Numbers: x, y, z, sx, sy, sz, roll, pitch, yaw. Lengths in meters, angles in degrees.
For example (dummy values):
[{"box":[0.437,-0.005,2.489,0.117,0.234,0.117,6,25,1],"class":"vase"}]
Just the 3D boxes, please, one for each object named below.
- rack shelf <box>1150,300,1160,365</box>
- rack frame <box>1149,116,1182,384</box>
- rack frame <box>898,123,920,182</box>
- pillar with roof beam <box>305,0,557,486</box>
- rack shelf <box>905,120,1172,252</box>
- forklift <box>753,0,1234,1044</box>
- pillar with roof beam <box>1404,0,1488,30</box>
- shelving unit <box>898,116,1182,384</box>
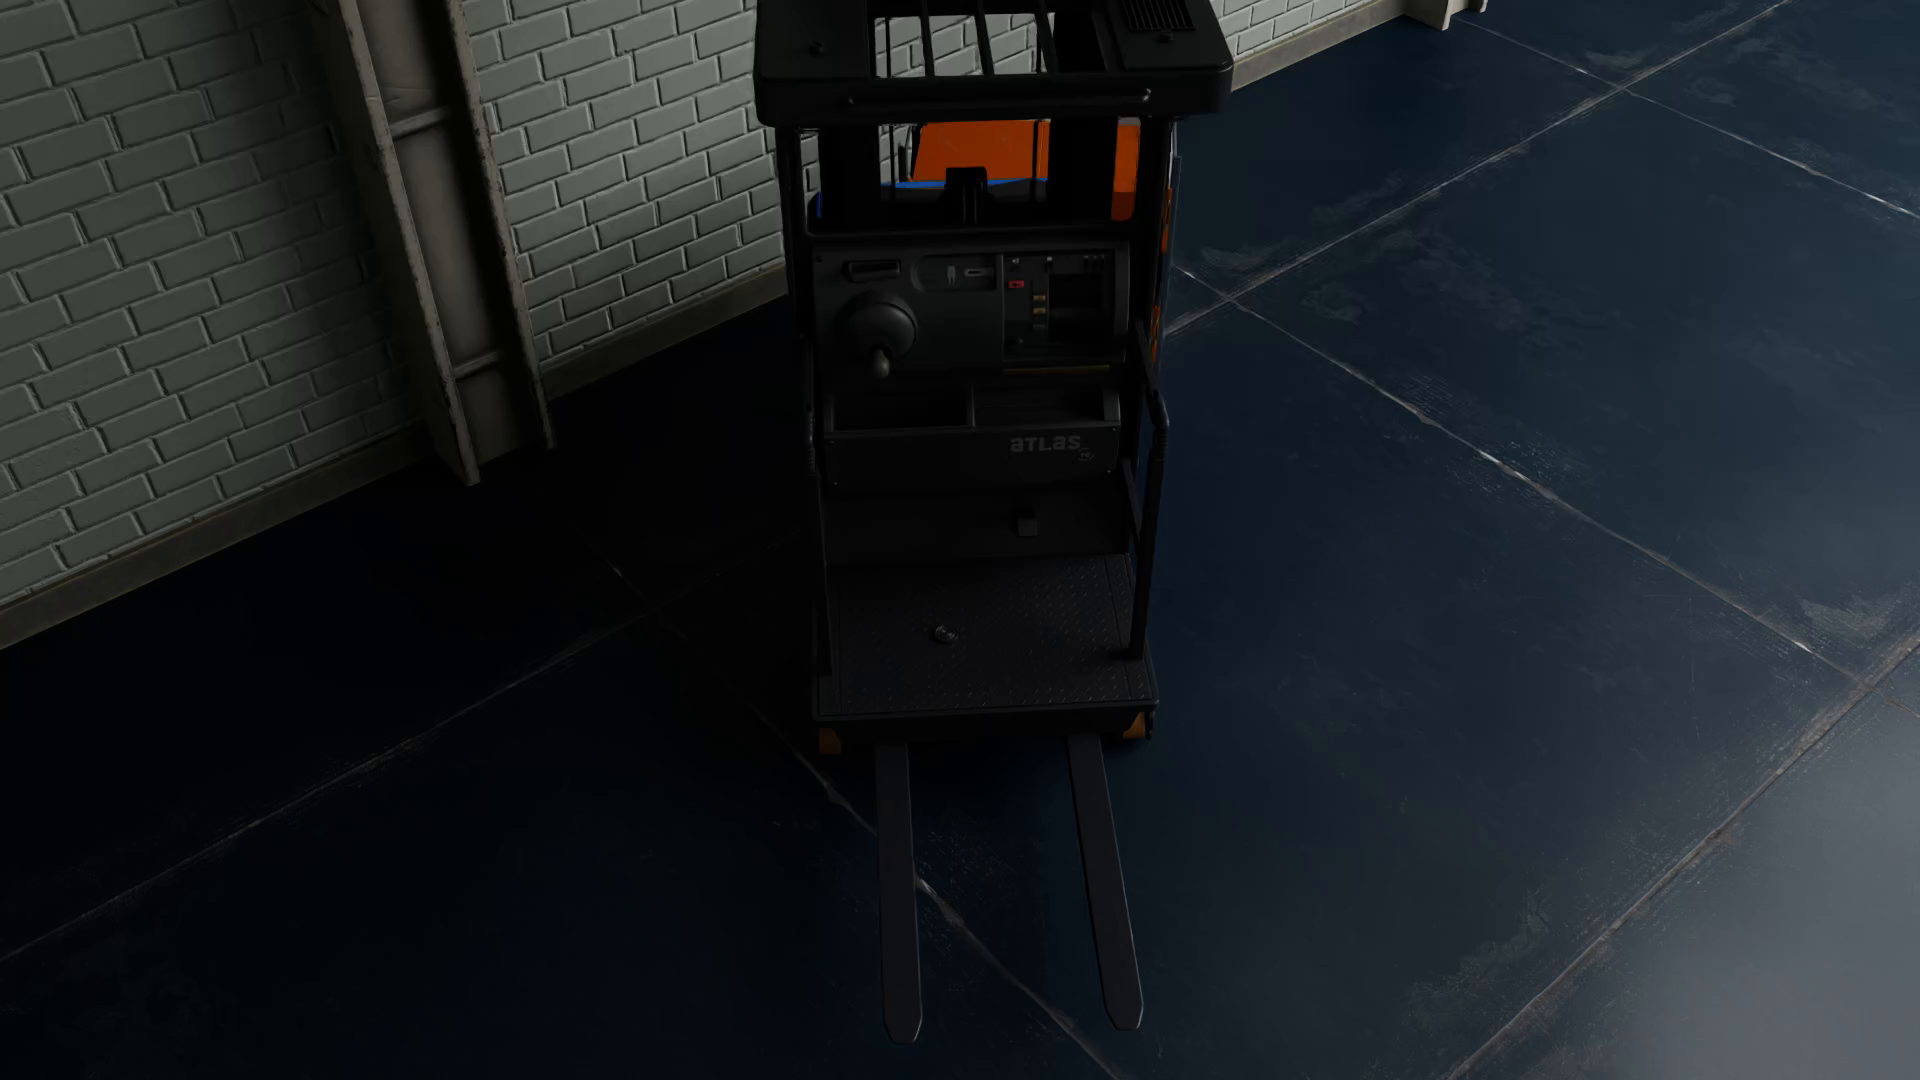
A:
[{"box":[0.312,-1.014,6.865,1.000,0.278,0.538,3,43,3],"class":"rack shelf"},{"box":[0.818,-1.165,6.668,0.032,1.125,0.500,3,43,3],"class":"rack frame"},{"box":[-0.195,-1.221,6.728,0.032,1.125,0.500,3,43,3],"class":"rack frame"},{"box":[0.902,-1.393,1.160,0.400,9.000,9.100,-30,51,-28],"class":"pillar with roof beam"},{"box":[0.312,-1.406,6.498,1.000,0.278,0.538,3,43,3],"class":"rack shelf"},{"box":[0.052,-0.599,4.746,1.130,2.935,3.031,-3,43,-3],"class":"forklift"},{"box":[5.505,-4.029,3.966,0.400,9.000,9.100,-30,51,-28],"class":"pillar with roof beam"},{"box":[0.312,-1.193,6.698,1.048,1.125,0.538,3,43,3],"class":"shelving unit"}]
